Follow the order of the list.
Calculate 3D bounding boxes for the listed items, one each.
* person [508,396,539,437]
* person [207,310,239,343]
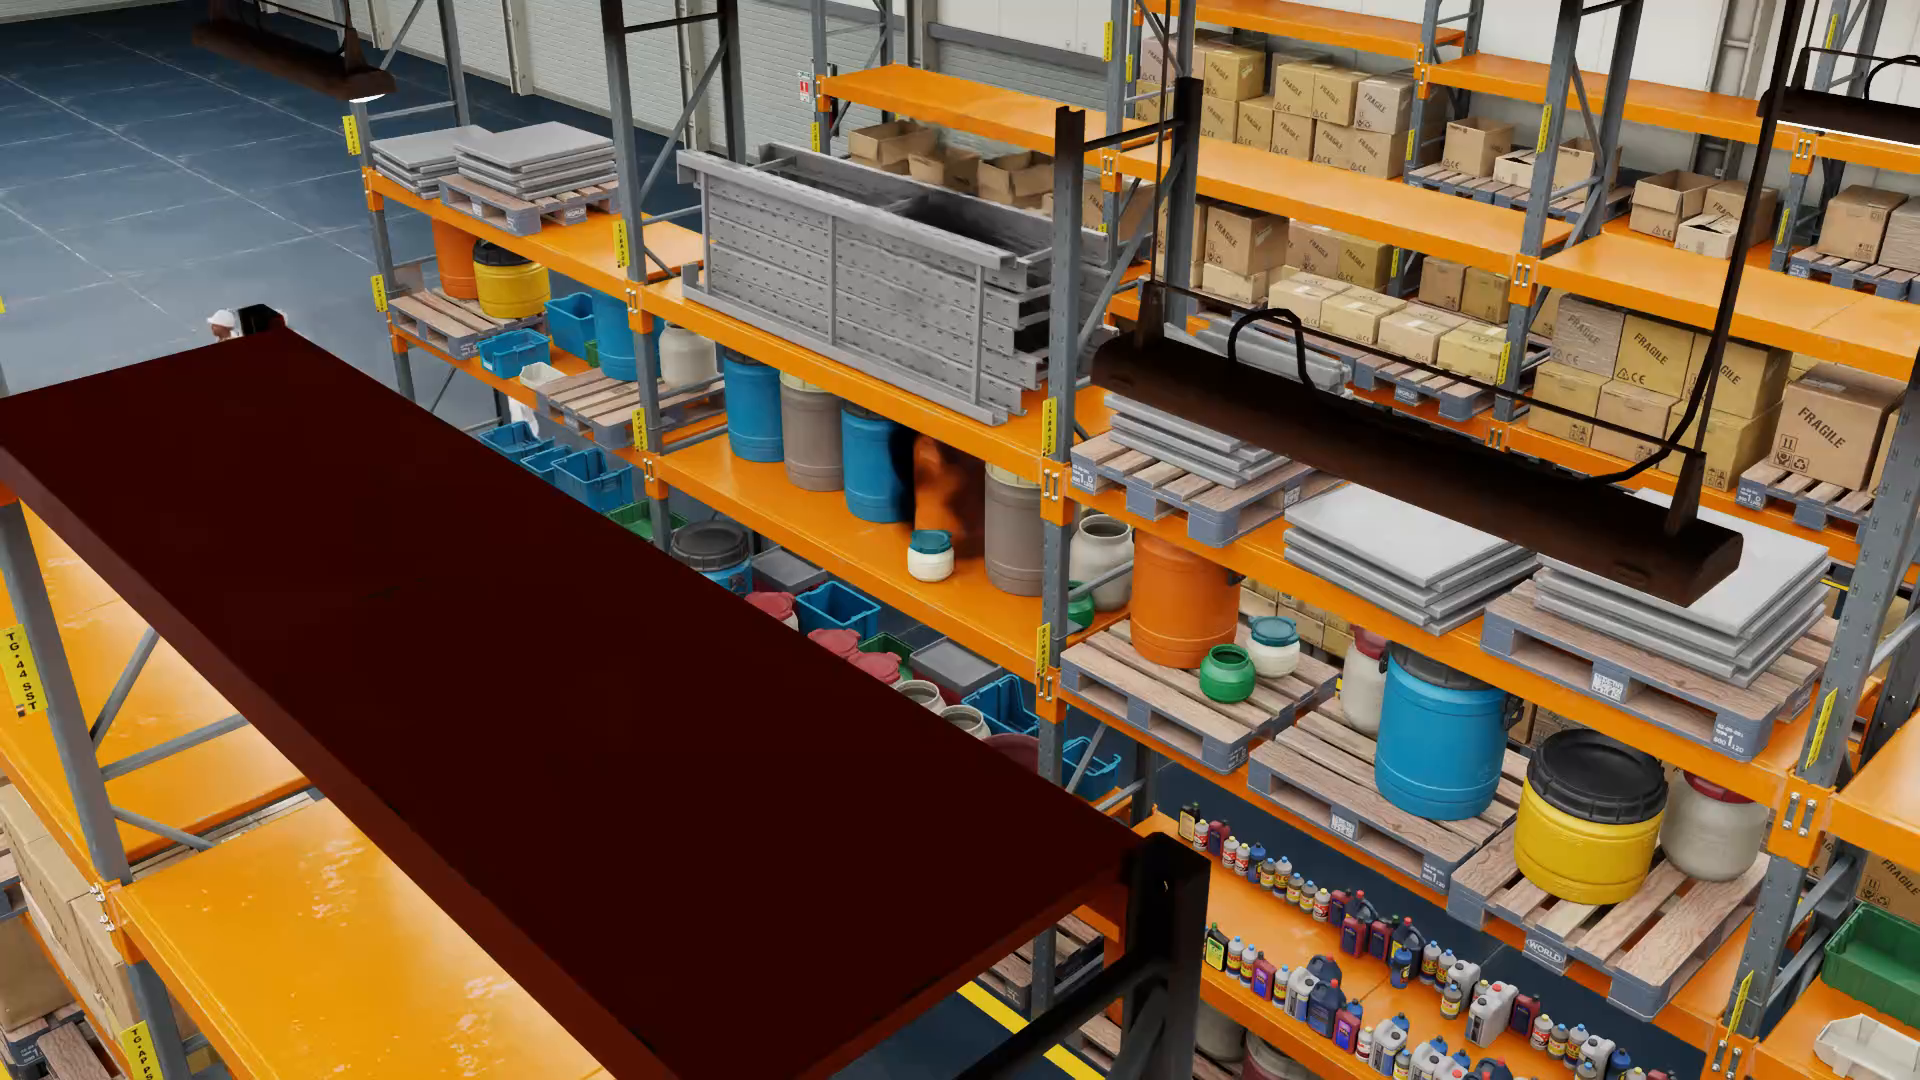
[{"bbox_3d":[-4.511,-1.063,17.048,0.687,1.698,0.748,2,28,4],"label":"person"},{"bbox_3d":[-7.830,-1.633,17.960,0.982,1.775,0.681,-13,31,-22],"label":"person"}]
